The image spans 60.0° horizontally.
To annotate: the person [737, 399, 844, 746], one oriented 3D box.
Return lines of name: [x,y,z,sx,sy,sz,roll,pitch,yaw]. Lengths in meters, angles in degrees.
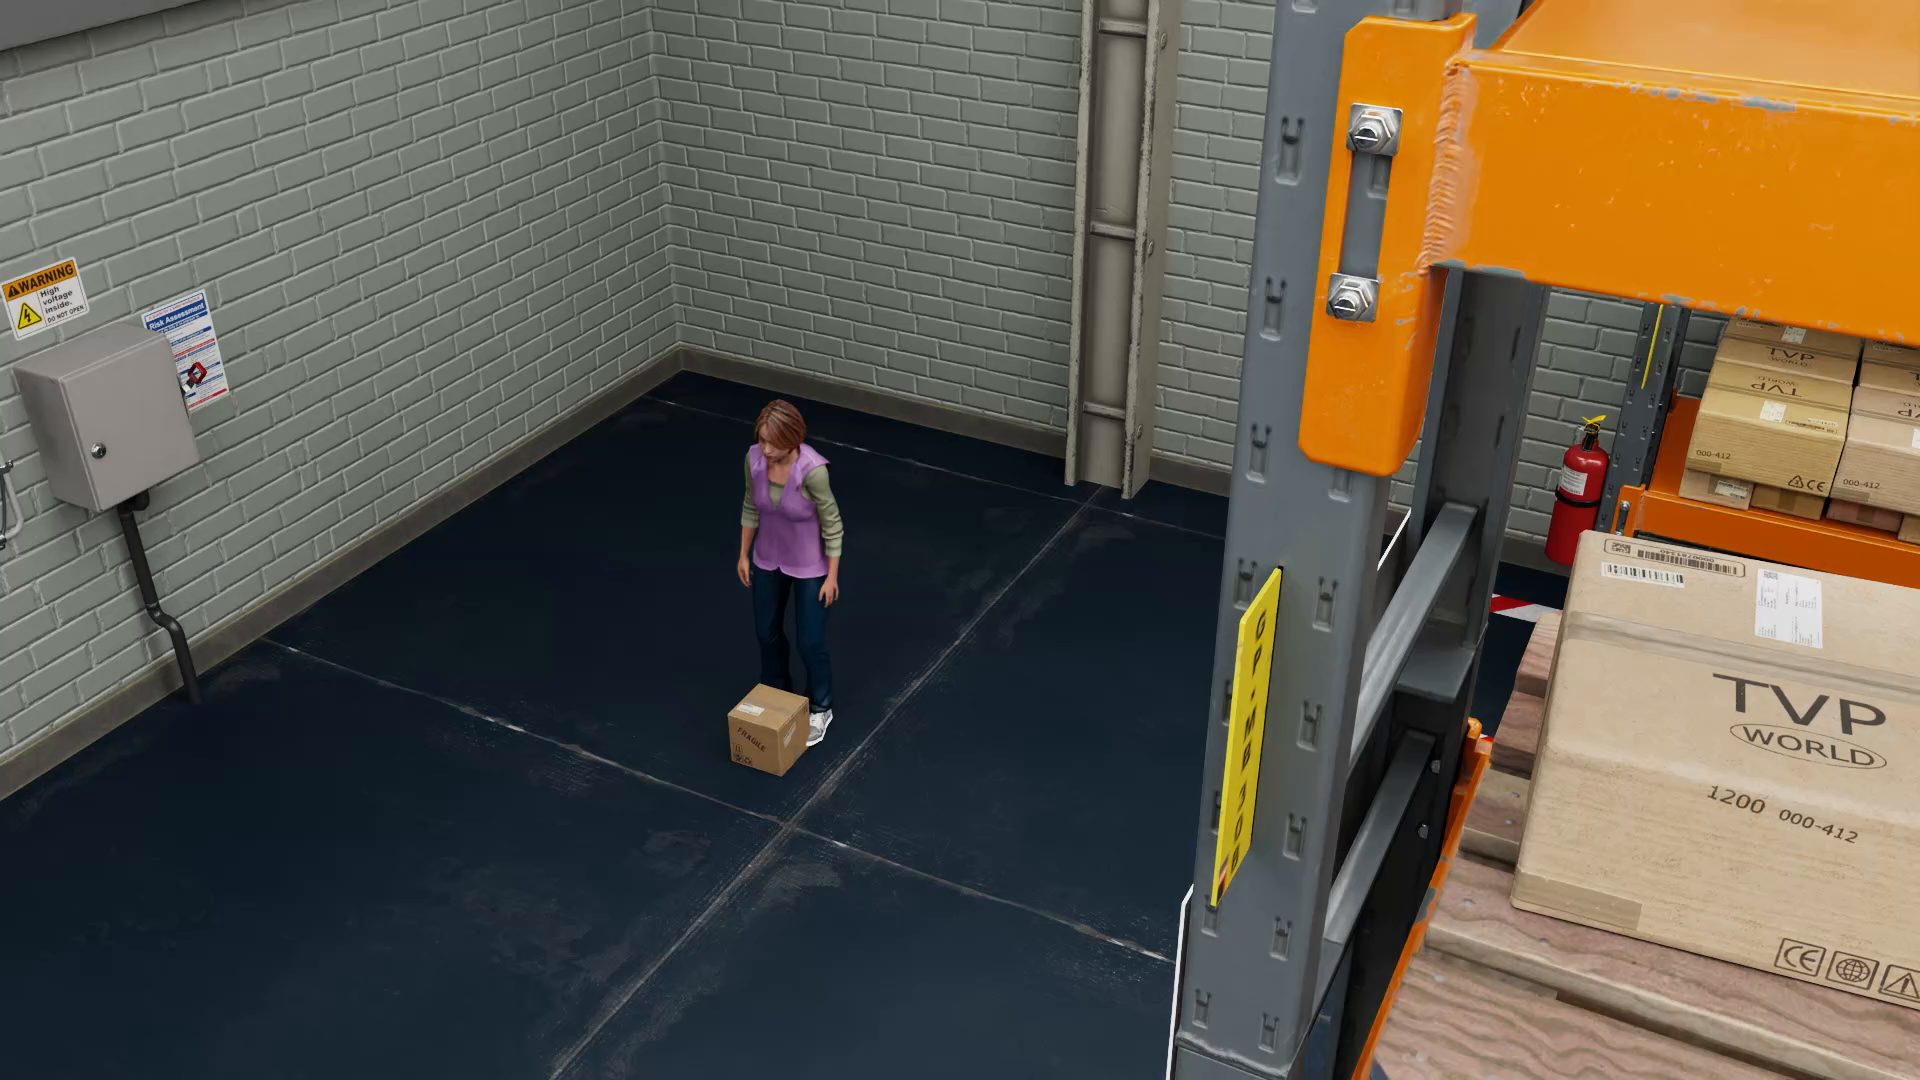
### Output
person: [-0.705,0.120,6.937,0.481,1.594,0.343,13,33,21]
